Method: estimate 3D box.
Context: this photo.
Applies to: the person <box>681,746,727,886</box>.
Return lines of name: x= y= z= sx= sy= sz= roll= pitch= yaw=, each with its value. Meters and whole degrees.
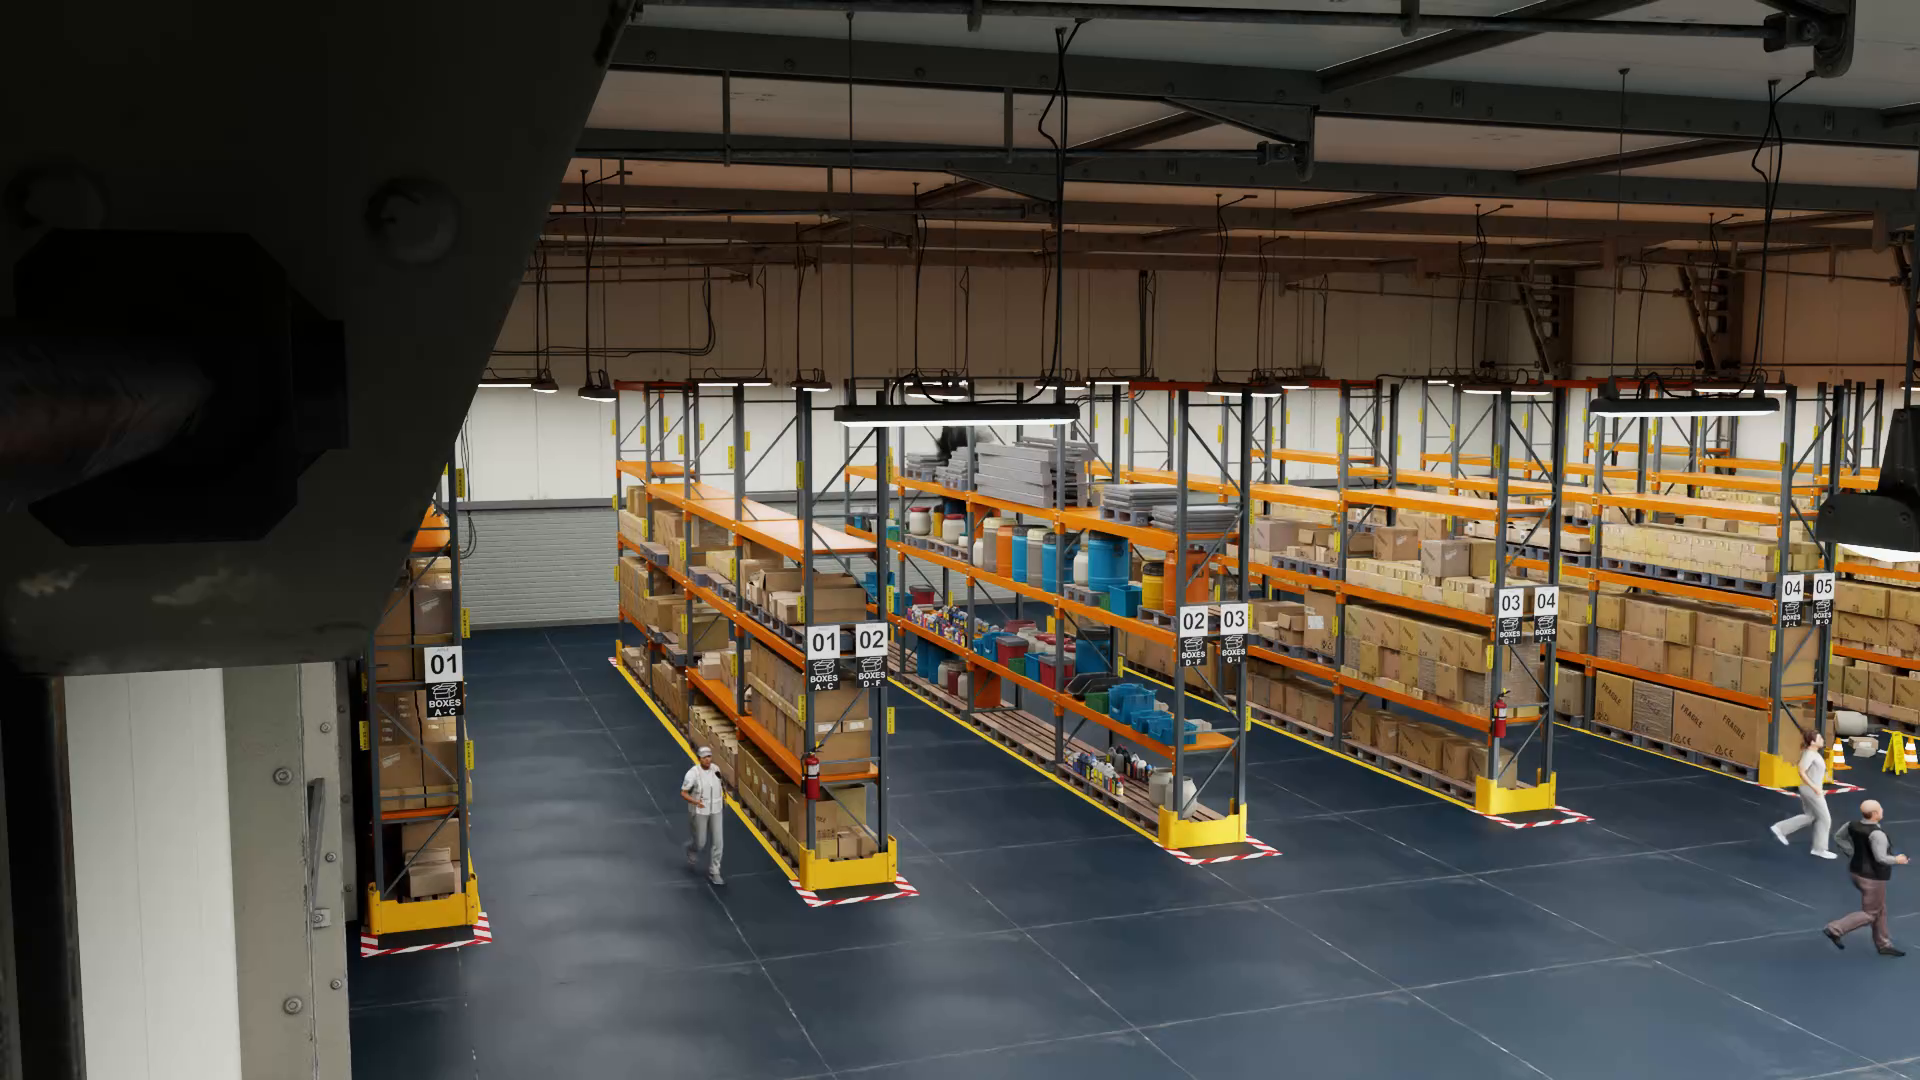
person: x=-3.138 y=3.354 z=20.484 sx=0.607 sy=1.659 sz=0.849 roll=-4 pitch=7 yaw=-30

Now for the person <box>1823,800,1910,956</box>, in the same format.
person: x=9.651 y=3.606 z=17.685 sx=0.935 sy=1.718 sz=0.661 roll=0 pitch=6 yaw=0

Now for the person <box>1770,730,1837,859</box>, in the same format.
person: x=10.910 y=3.254 z=21.438 sx=0.793 sy=1.665 sz=0.563 roll=2 pitch=6 yaw=21
